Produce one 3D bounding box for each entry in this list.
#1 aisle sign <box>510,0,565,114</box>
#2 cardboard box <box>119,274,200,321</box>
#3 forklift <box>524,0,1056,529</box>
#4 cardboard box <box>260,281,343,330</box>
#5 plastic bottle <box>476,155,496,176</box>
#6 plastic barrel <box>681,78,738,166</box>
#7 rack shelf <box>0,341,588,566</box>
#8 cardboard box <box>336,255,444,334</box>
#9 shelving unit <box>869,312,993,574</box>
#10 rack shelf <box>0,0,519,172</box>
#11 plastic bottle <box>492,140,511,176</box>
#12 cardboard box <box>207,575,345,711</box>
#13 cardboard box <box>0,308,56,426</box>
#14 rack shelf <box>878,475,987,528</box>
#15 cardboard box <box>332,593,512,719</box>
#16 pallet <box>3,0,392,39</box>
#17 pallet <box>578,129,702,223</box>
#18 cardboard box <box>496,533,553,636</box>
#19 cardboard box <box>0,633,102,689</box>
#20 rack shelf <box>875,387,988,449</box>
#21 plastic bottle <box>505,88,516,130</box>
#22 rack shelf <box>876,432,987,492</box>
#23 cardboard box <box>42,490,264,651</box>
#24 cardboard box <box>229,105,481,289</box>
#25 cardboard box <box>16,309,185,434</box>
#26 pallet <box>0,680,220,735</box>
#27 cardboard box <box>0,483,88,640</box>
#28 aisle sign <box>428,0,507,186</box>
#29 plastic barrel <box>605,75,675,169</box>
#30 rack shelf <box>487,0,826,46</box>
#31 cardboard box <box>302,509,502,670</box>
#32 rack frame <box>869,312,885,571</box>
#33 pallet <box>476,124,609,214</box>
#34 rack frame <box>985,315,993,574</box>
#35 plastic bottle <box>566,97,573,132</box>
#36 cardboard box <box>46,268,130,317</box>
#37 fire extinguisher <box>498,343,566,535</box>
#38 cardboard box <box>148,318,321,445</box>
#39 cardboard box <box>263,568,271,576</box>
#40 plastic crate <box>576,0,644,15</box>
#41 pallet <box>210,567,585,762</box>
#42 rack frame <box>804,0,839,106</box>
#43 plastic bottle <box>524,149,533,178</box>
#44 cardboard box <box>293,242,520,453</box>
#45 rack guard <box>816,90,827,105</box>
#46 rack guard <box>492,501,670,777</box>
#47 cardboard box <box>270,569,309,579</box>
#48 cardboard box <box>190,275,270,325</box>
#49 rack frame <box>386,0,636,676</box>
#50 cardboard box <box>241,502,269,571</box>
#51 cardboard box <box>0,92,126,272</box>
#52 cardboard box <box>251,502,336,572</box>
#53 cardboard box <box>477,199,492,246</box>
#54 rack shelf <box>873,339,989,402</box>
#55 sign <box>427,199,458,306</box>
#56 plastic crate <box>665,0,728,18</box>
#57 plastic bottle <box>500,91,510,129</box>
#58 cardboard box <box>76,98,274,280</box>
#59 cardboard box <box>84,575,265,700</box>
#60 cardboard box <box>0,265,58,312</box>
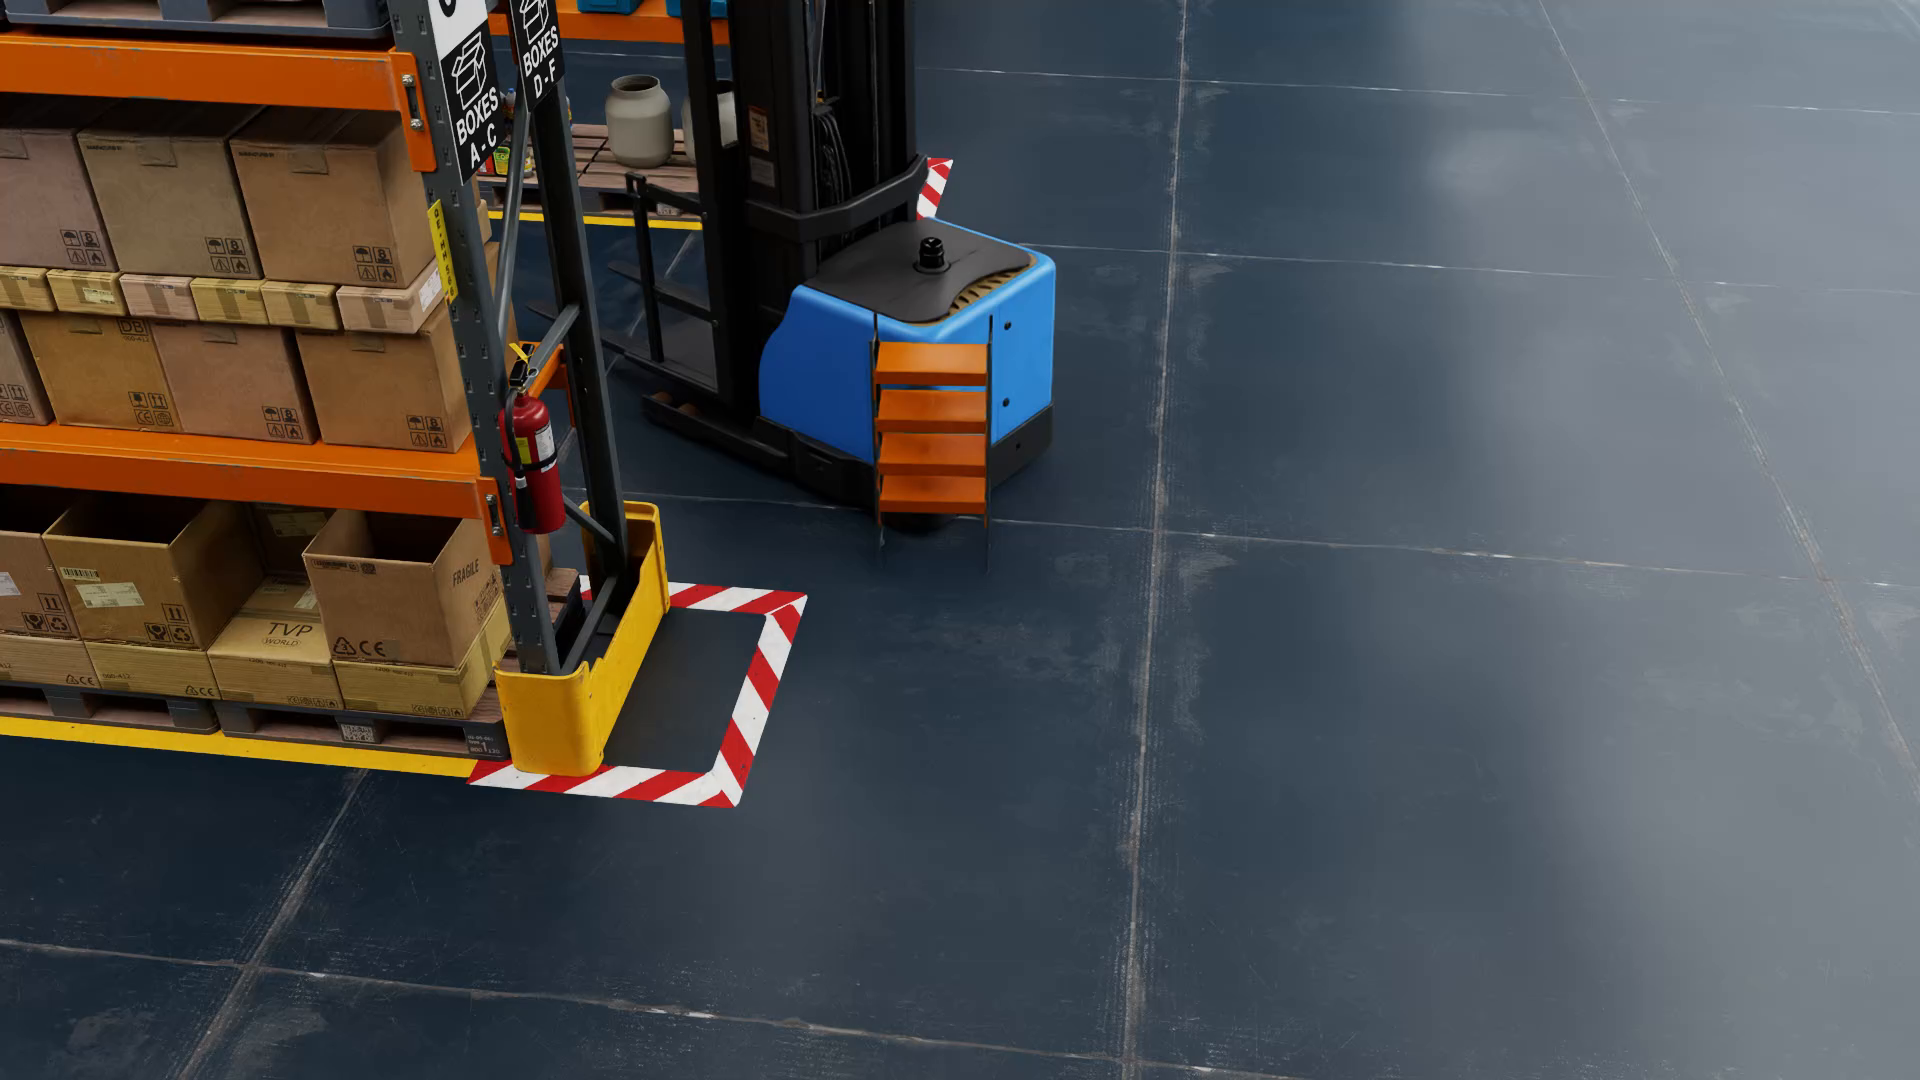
[{"bbox_3d":[-1.437,-1.876,5.558,0.004,0.787,0.394,4,36,6],"label":"aisle sign"},{"bbox_3d":[-2.707,-0.927,5.822,0.250,0.149,0.380,5,36,7],"label":"cardboard box"},{"bbox_3d":[-1.014,-1.939,7.944,3.031,2.935,1.130,24,42,30],"label":"forklift"},{"bbox_3d":[-2.205,-0.888,5.767,0.250,0.149,0.380,5,36,7],"label":"cardboard box"},{"bbox_3d":[-3.031,-2.488,10.620,0.135,0.276,0.152,5,36,6],"label":"plastic bottle"},{"bbox_3d":[-1.569,-2.663,10.679,0.421,0.512,0.421,0,36,0],"label":"plastic barrel"},{"bbox_3d":[-3.525,-0.501,6.489,4.000,0.370,1.077,4,36,6],"label":"rack shelf"},{"bbox_3d":[-1.945,-0.869,5.741,0.250,0.149,0.380,4,36,5],"label":"cardboard box"},{"bbox_3d":[-0.117,-0.404,7.277,0.503,1.200,0.258,1,37,2],"label":"shelving unit"},{"bbox_3d":[-3.525,-1.722,5.618,4.000,0.370,1.077,4,36,6],"label":"rack shelf"},{"bbox_3d":[-2.903,-2.455,10.567,0.133,0.283,0.061,5,36,7],"label":"plastic bottle"},{"bbox_3d":[-2.608,0.403,6.609,0.500,0.250,0.500,4,36,6],"label":"cardboard box"},{"bbox_3d":[-3.539,-0.842,6.261,0.500,0.500,0.700,5,36,7],"label":"cardboard box"},{"bbox_3d":[-0.117,-0.191,7.437,0.480,0.148,0.258,1,37,2],"label":"rack shelf"},{"bbox_3d":[-2.111,0.433,6.567,0.500,0.250,0.500,4,36,6],"label":"cardboard box"},{"bbox_3d":[-2.239,-1.898,5.322,1.213,0.211,1.003,4,36,6],"label":"pallet"},{"bbox_3d":[-1.793,-2.406,10.940,1.213,0.211,1.003,4,36,6],"label":"pallet"},{"bbox_3d":[-2.045,0.134,6.985,0.500,0.250,0.500,4,36,6],"label":"cardboard box"},{"bbox_3d":[-3.600,0.329,6.713,0.500,0.250,0.500,4,36,6],"label":"cardboard box"},{"bbox_3d":[-0.117,-0.529,7.183,0.480,0.148,0.258,1,37,2],"label":"rack shelf"},{"bbox_3d":[-3.005,-2.907,11.211,0.097,0.271,0.097,0,36,0],"label":"plastic bottle"},{"bbox_3d":[-0.117,-0.350,7.318,0.480,0.148,0.258,1,37,2],"label":"rack shelf"},{"bbox_3d":[-3.105,0.063,6.439,0.500,0.500,0.500,4,36,6],"label":"cardboard box"},{"bbox_3d":[-2.055,-1.261,5.731,0.500,0.500,0.700,4,36,6],"label":"cardboard box"},{"bbox_3d":[-3.016,-0.805,6.209,0.500,0.500,0.700,4,36,6],"label":"cardboard box"},{"bbox_3d":[-3.512,0.365,7.057,1.213,0.211,1.003,4,36,6],"label":"pallet"},{"bbox_3d":[-3.601,0.026,6.492,0.500,0.500,0.500,4,36,6],"label":"cardboard box"},{"bbox_3d":[-1.514,-1.530,5.074,0.004,0.787,0.394,4,36,6],"label":"aisle sign"},{"bbox_3d":[-2.067,-2.700,10.731,0.421,0.512,0.421,0,36,0],"label":"plastic barrel"},{"bbox_3d":[-2.891,-3.355,10.488,4.000,0.370,1.077,4,36,6],"label":"rack shelf"},{"bbox_3d":[-2.111,0.129,6.347,0.500,0.500,0.500,4,36,6],"label":"cardboard box"},{"bbox_3d":[-0.361,-0.410,7.286,0.015,1.200,0.240,1,37,2],"label":"rack frame"},{"bbox_3d":[-3.000,-2.498,11.069,1.213,0.211,1.003,4,36,6],"label":"pallet"},{"bbox_3d":[0.127,-0.398,7.269,0.015,1.200,0.240,1,37,2],"label":"rack frame"},{"bbox_3d":[-2.665,-2.882,11.176,0.097,0.271,0.097,0,36,0],"label":"plastic bottle"},{"bbox_3d":[-2.968,-0.946,5.848,0.250,0.149,0.380,5,36,7],"label":"cardboard box"},{"bbox_3d":[-1.483,-0.338,5.708,0.183,0.674,0.296,4,36,6],"label":"fire extinguisher"},{"bbox_3d":[-2.524,-0.765,6.153,0.500,0.500,0.700,5,36,7],"label":"cardboard box"},{"bbox_3d":[-3.037,0.062,7.086,0.500,0.250,0.500,4,36,6],"label":"cardboard box"},{"bbox_3d":[-2.085,-3.355,9.997,0.408,0.251,0.499,4,36,6],"label":"plastic crate"},{"bbox_3d":[-2.305,0.457,6.929,1.213,0.211,1.003,4,36,6],"label":"pallet"},{"bbox_3d":[-0.907,-3.500,10.072,0.127,3.000,1.000,4,36,6],"label":"rack frame"},{"bbox_3d":[-2.784,-2.423,10.593,0.097,0.201,0.097,0,36,0],"label":"plastic bottle"},{"bbox_3d":[-2.003,-0.729,6.103,0.500,0.500,0.700,4,36,6],"label":"cardboard box"},{"bbox_3d":[-0.988,-2.461,10.768,0.348,0.500,1.175,4,36,6],"label":"rack guard"},{"bbox_3d":[-1.518,0.373,6.797,0.348,0.500,1.175,4,36,6],"label":"rack guard"},{"bbox_3d":[-2.541,0.100,7.034,0.500,0.250,0.500,4,36,6],"label":"cardboard box"},{"bbox_3d":[-2.458,-0.907,5.794,0.250,0.149,0.380,4,36,5],"label":"cardboard box"},{"bbox_3d":[-1.541,-0.646,6.073,0.127,3.000,1.000,4,36,6],"label":"rack frame"},{"bbox_3d":[-3.039,-0.236,6.859,0.500,0.500,0.500,4,36,6],"label":"cardboard box"},{"bbox_3d":[-3.078,-1.333,5.833,0.500,0.500,0.700,4,36,6],"label":"cardboard box"},{"bbox_3d":[-2.541,-0.207,6.817,0.500,0.500,0.500,4,36,6],"label":"cardboard box"},{"bbox_3d":[-1.903,-1.104,6.070,0.250,0.149,0.380,4,36,6],"label":"cardboard box"},{"bbox_3d":[-0.118,-0.718,7.041,0.480,0.148,0.258,1,37,2],"label":"rack shelf"},{"bbox_3d":[-1.624,-0.902,5.231,0.005,0.325,0.100,4,36,6],"label":"sign"},{"bbox_3d":[-1.441,-3.304,9.925,0.616,0.251,0.499,4,36,6],"label":"plastic crate"},{"bbox_3d":[-3.105,-2.915,11.222,0.097,0.271,0.097,0,36,0],"label":"plastic bottle"},{"bbox_3d":[-2.578,-1.296,5.781,0.500,0.500,0.700,3,36,5],"label":"cardboard box"},{"bbox_3d":[-3.105,0.367,6.659,0.500,0.250,0.500,4,36,6],"label":"cardboard box"},{"bbox_3d":[-3.229,-0.964,5.874,0.250,0.149,0.380,5,36,7],"label":"cardboard box"}]
